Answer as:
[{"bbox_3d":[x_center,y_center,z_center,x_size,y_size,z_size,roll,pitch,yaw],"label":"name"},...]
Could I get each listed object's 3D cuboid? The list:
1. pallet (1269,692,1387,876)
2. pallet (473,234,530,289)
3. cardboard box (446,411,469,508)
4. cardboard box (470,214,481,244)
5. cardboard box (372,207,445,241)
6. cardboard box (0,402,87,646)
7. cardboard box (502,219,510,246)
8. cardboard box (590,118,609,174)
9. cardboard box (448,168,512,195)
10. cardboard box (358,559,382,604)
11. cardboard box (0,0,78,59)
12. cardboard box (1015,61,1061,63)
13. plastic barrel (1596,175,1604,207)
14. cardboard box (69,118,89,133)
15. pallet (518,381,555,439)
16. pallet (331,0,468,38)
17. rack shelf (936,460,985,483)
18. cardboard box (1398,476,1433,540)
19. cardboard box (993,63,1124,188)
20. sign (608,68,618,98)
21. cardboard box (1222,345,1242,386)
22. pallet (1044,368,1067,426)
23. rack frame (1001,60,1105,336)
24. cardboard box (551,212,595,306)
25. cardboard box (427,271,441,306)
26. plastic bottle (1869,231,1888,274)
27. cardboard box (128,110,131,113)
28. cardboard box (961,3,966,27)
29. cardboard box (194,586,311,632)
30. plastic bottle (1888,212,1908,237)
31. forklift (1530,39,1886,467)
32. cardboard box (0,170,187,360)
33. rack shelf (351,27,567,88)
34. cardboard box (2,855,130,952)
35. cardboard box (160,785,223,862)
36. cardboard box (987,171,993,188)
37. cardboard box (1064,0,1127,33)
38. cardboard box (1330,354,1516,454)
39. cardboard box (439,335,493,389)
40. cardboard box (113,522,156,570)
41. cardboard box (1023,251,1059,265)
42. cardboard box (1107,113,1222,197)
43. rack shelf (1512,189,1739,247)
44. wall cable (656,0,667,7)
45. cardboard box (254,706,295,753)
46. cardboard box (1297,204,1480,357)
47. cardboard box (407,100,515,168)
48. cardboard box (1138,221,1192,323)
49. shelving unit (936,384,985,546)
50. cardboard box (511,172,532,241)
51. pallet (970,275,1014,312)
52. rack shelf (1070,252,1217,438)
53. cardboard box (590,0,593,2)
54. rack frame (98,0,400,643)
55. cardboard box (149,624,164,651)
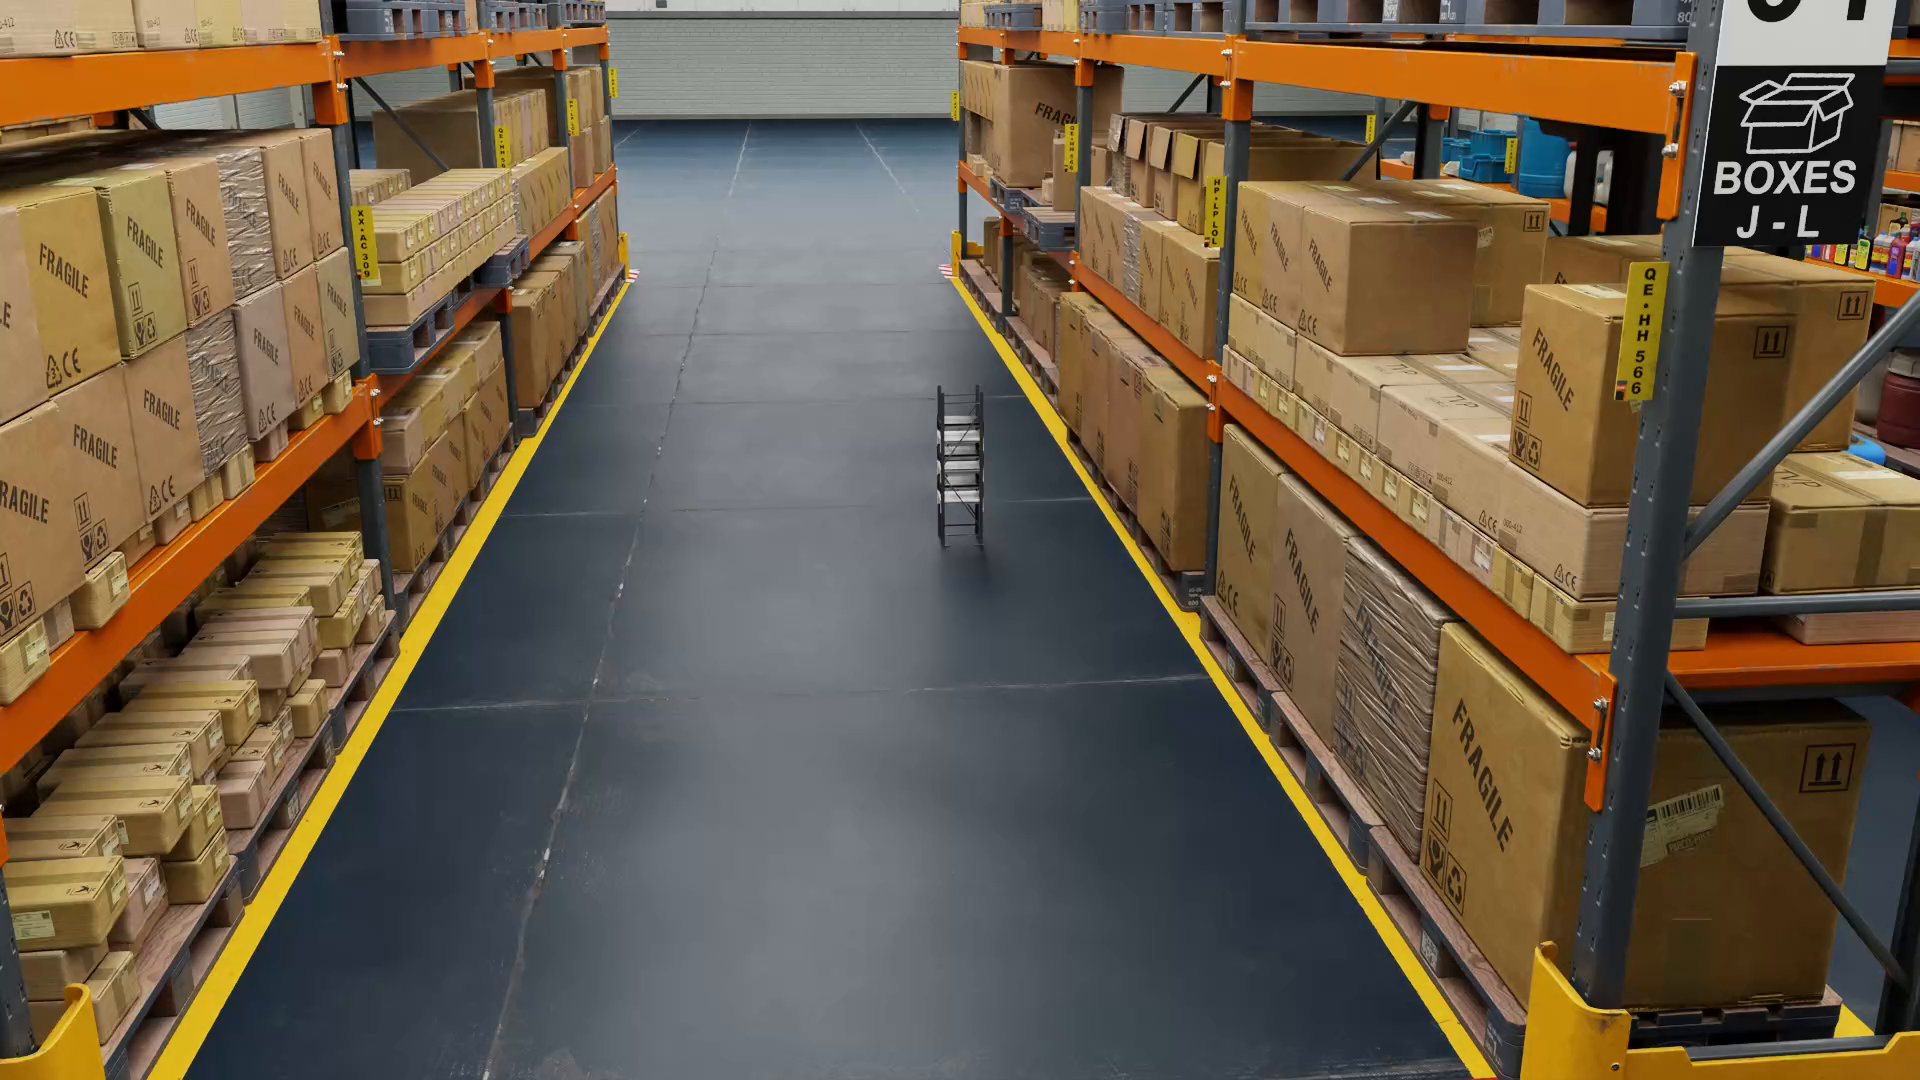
[{"bbox_3d":[1.855,0.899,6.462,1.003,0.211,1.213,-2,18,-6],"label":"pallet"},{"bbox_3d":[-3.451,-1.793,10.701,1.213,0.211,1.003,-2,18,-6],"label":"pallet"},{"bbox_3d":[-3.154,-0.451,9.579,0.500,0.500,0.500,-1,17,-5],"label":"cardboard box"},{"bbox_3d":[-2.992,-1.799,9.620,0.380,0.149,0.250,-1,17,-4],"label":"cardboard box"},{"bbox_3d":[-2.883,-1.632,8.592,0.380,0.149,0.250,-2,18,-6],"label":"cardboard box"},{"bbox_3d":[-2.577,-0.042,4.140,0.500,0.500,0.500,-1,17,-3],"label":"cardboard box"},{"bbox_3d":[-3.099,-1.967,10.654,0.380,0.149,0.250,-2,18,-6],"label":"cardboard box"},{"bbox_3d":[-4.294,-4.276,18.040,0.875,0.550,0.550,-2,18,-6],"label":"cardboard box"},{"bbox_3d":[-3.124,-2.326,10.804,0.380,0.149,0.250,-2,18,-8],"label":"cardboard box"},{"bbox_3d":[-2.869,0.200,7.594,0.380,0.149,0.250,-1,17,-5],"label":"cardboard box"},{"bbox_3d":[-2.648,-1.368,4.271,0.500,0.250,0.500,-1,17,-4],"label":"cardboard box"},{"bbox_3d":[0.848,-4.962,18.141,0.500,0.500,0.500,-2,18,-6],"label":"cardboard box"},{"bbox_3d":[5.811,-3.097,14.763,0.301,0.262,0.301,0,17,0],"label":"plastic barrel"},{"bbox_3d":[-8.910,-3.880,16.366,0.500,0.500,0.500,-2,17,-5],"label":"cardboard box"},{"bbox_3d":[-3.637,-1.000,12.511,1.003,0.211,1.213,-2,18,-6],"label":"pallet"},{"bbox_3d":[-3.286,-2.740,8.701,1.213,0.211,1.003,-2,18,-6],"label":"pallet"},{"bbox_3d":[0.001,-0.395,9.545,0.258,0.077,0.200,-2,18,-6],"label":"rack shelf"},{"bbox_3d":[1.667,-0.114,5.451,0.380,0.149,0.250,-2,18,-7],"label":"cardboard box"},{"bbox_3d":[0.843,-3.654,14.606,1.000,1.000,1.000,-2,18,-5],"label":"cardboard box"},{"bbox_3d":[-3.915,-5.155,18.761,0.100,0.325,0.005,-2,18,-6],"label":"sign"},{"bbox_3d":[1.425,-0.807,7.659,0.380,0.149,0.250,-2,18,-6],"label":"cardboard box"},{"bbox_3d":[1.234,-1.119,12.890,1.003,0.211,1.213,-2,18,-6],"label":"pallet"},{"bbox_3d":[0.901,-3.409,15.526,1.000,3.000,0.127,-2,18,-6],"label":"rack frame"},{"bbox_3d":[-4.039,-2.662,15.993,0.875,0.875,0.875,-2,17,-5],"label":"cardboard box"},{"bbox_3d":[-2.858,-1.271,8.436,0.380,0.149,0.250,-2,18,-5],"label":"cardboard box"},{"bbox_3d":[6.033,-1.888,10.897,0.097,0.271,0.097,0,17,0],"label":"plastic bottle"},{"bbox_3d":[-9.054,-4.664,17.194,0.700,0.500,0.500,-2,18,-5],"label":"cardboard box"},{"bbox_3d":[0.281,-5.808,18.413,0.500,0.250,0.500,-1,17,-4],"label":"cardboard box"},{"bbox_3d":[-2.875,0.301,6.777,0.380,0.149,0.250,-1,17,-4],"label":"cardboard box"},{"bbox_3d":[6.706,-2.207,11.893,0.061,0.283,0.133,-2,18,-6],"label":"plastic bottle"},{"bbox_3d":[3.574,-1.222,8.676,1.130,2.935,3.031,-1,17,-3],"label":"forklift"},{"bbox_3d":[-2.678,-0.825,4.963,0.500,0.500,0.500,-2,18,-7],"label":"cardboard box"},{"bbox_3d":[-3.837,-3.777,12.895,1.077,0.370,4.000,-2,18,-6],"label":"rack shelf"},{"bbox_3d":[-2.522,0.999,4.552,0.380,0.149,0.250,-3,18,-8],"label":"cardboard box"},{"bbox_3d":[-2.608,0.910,5.331,0.380,0.149,0.250,-1,17,-4],"label":"cardboard box"},{"bbox_3d":[0.467,-3.566,16.447,0.380,0.149,0.250,-2,18,-6],"label":"cardboard box"},{"bbox_3d":[1.020,-3.710,11.731,0.500,0.250,0.500,-2,18,-6],"label":"cardboard box"},{"bbox_3d":[1.662,-0.498,6.008,0.500,0.250,0.500,-2,18,-6],"label":"cardboard box"},{"bbox_3d":[-3.236,-1.113,10.436,0.500,0.250,0.500,-2,17,-5],"label":"cardboard box"},{"bbox_3d":[-2.722,-0.008,5.114,0.380,0.149,0.250,-2,18,-6],"label":"cardboard box"},{"bbox_3d":[0.899,-2.537,16.221,0.500,0.500,0.500,-2,18,-7],"label":"cardboard box"},{"bbox_3d":[1.373,-2.525,10.870,0.797,0.503,0.637,-1,17,-4],"label":"cardboard box"},{"bbox_3d":[6.034,-2.622,14.224,1.077,0.370,4.000,-2,18,-6],"label":"rack shelf"},{"bbox_3d":[-7.769,-18.534,48.013,2.305,6.003,0.169,-2,18,-6],"label":"wall cable"},{"bbox_3d":[-2.772,0.752,6.331,0.380,0.149,0.250,-1,17,-5],"label":"cardboard box"},{"bbox_3d":[1.622,-1.001,6.359,0.500,0.500,0.500,-2,18,-7],"label":"cardboard box"},{"bbox_3d":[-3.776,-3.056,12.567,0.700,0.500,0.500,-2,18,-6],"label":"cardboard box"},{"bbox_3d":[1.301,-1.507,9.302,0.500,0.500,0.500,-2,18,-6],"label":"cardboard box"},{"bbox_3d":[0.001,-0.427,9.535,0.258,0.900,0.210,-2,18,-6],"label":"shelving unit"},{"bbox_3d":[-3.464,-2.435,12.258,0.500,0.500,0.500,-2,18,-6],"label":"cardboard box"},{"bbox_3d":[0.667,-2.641,17.738,1.003,0.211,1.213,-2,18,-6],"label":"pallet"},{"bbox_3d":[1.520,-1.278,9.940,1.077,0.370,4.000,-2,18,-6],"label":"rack shelf"},{"bbox_3d":[-3.954,-5.569,16.953,0.380,0.149,0.250,-2,18,-5],"label":"cardboard box"},{"bbox_3d":[-3.218,-0.902,7.542,1.000,3.000,0.127,-2,18,-6],"label":"rack frame"},{"bbox_3d":[-3.350,0.396,6.473,0.380,0.149,0.250,-1,17,-4],"label":"cardboard box"}]
